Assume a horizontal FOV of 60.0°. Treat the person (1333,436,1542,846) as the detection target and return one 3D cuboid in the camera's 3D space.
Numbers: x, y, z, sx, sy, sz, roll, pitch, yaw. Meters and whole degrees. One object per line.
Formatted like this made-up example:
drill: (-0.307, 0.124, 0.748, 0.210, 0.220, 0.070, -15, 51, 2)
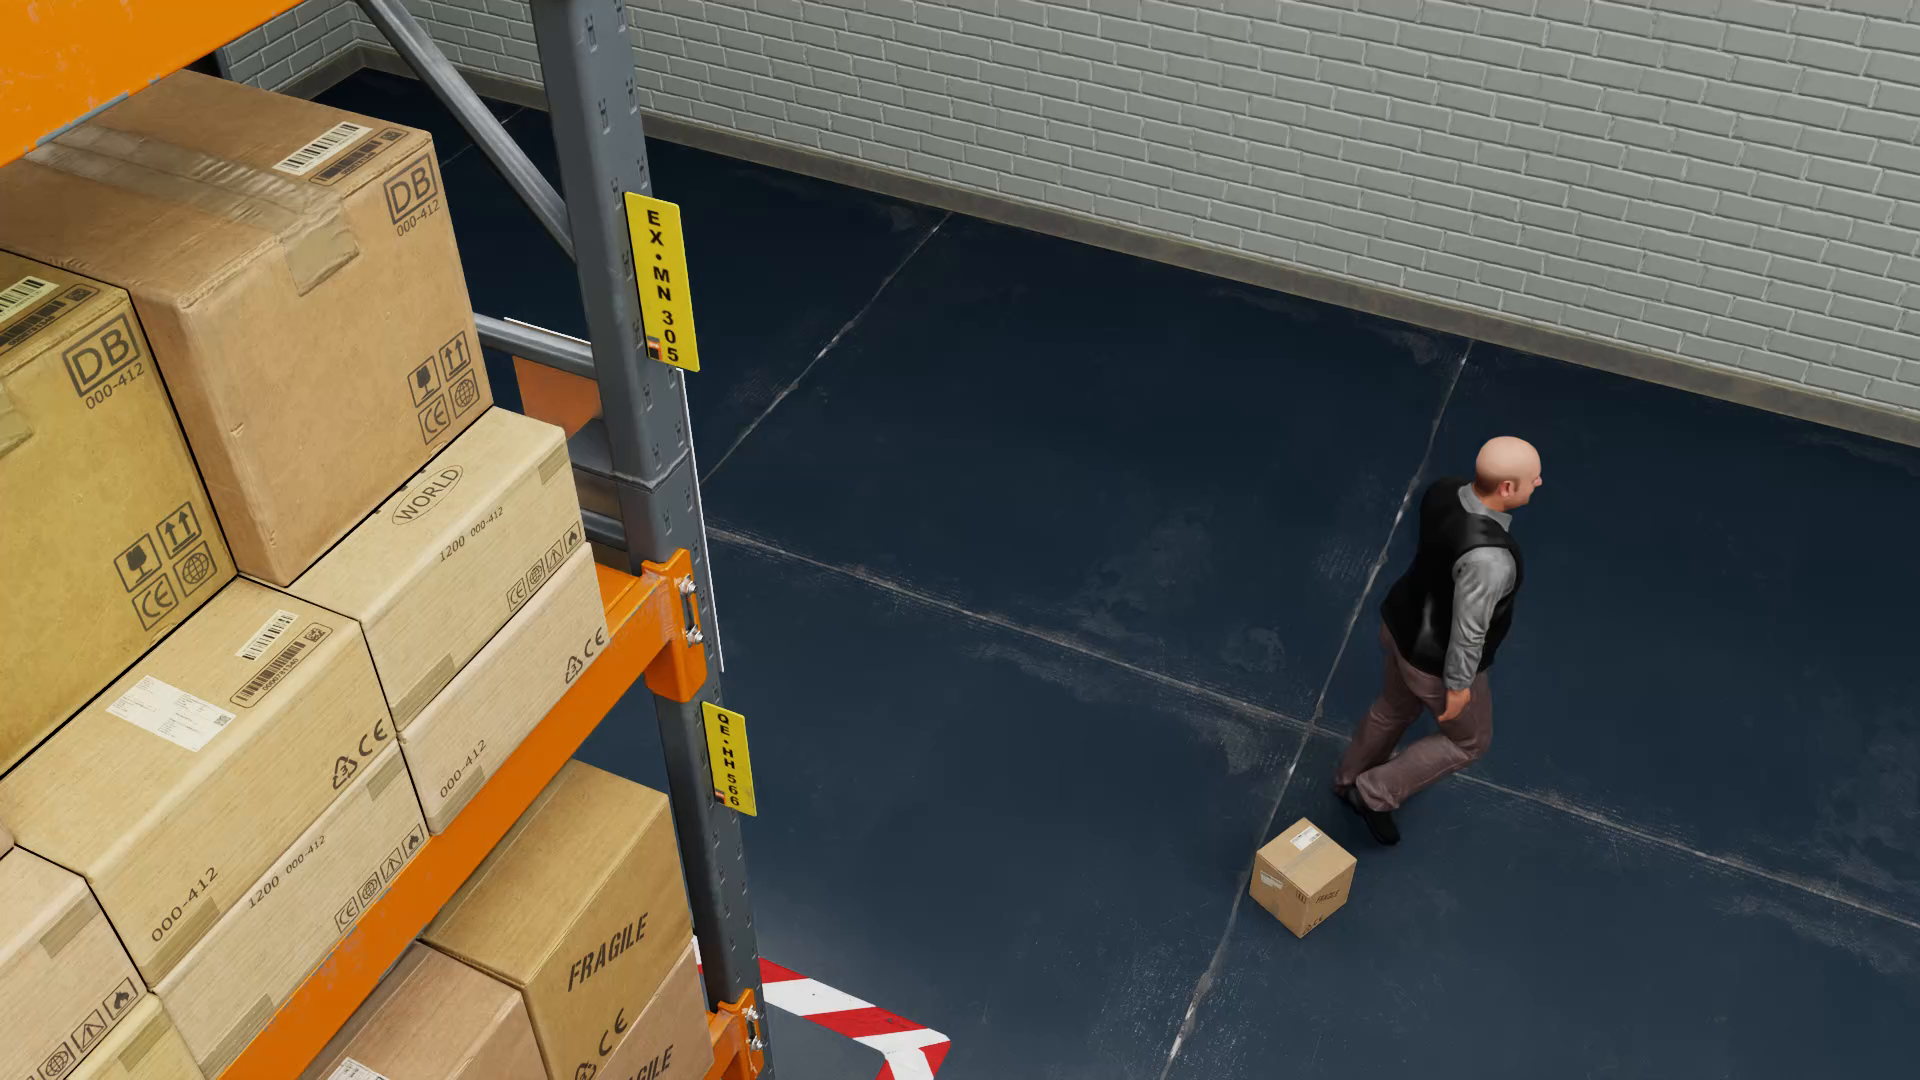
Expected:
person: (1.626, 0.365, 5.739, 0.466, 1.719, 0.573, -6, 42, -7)
